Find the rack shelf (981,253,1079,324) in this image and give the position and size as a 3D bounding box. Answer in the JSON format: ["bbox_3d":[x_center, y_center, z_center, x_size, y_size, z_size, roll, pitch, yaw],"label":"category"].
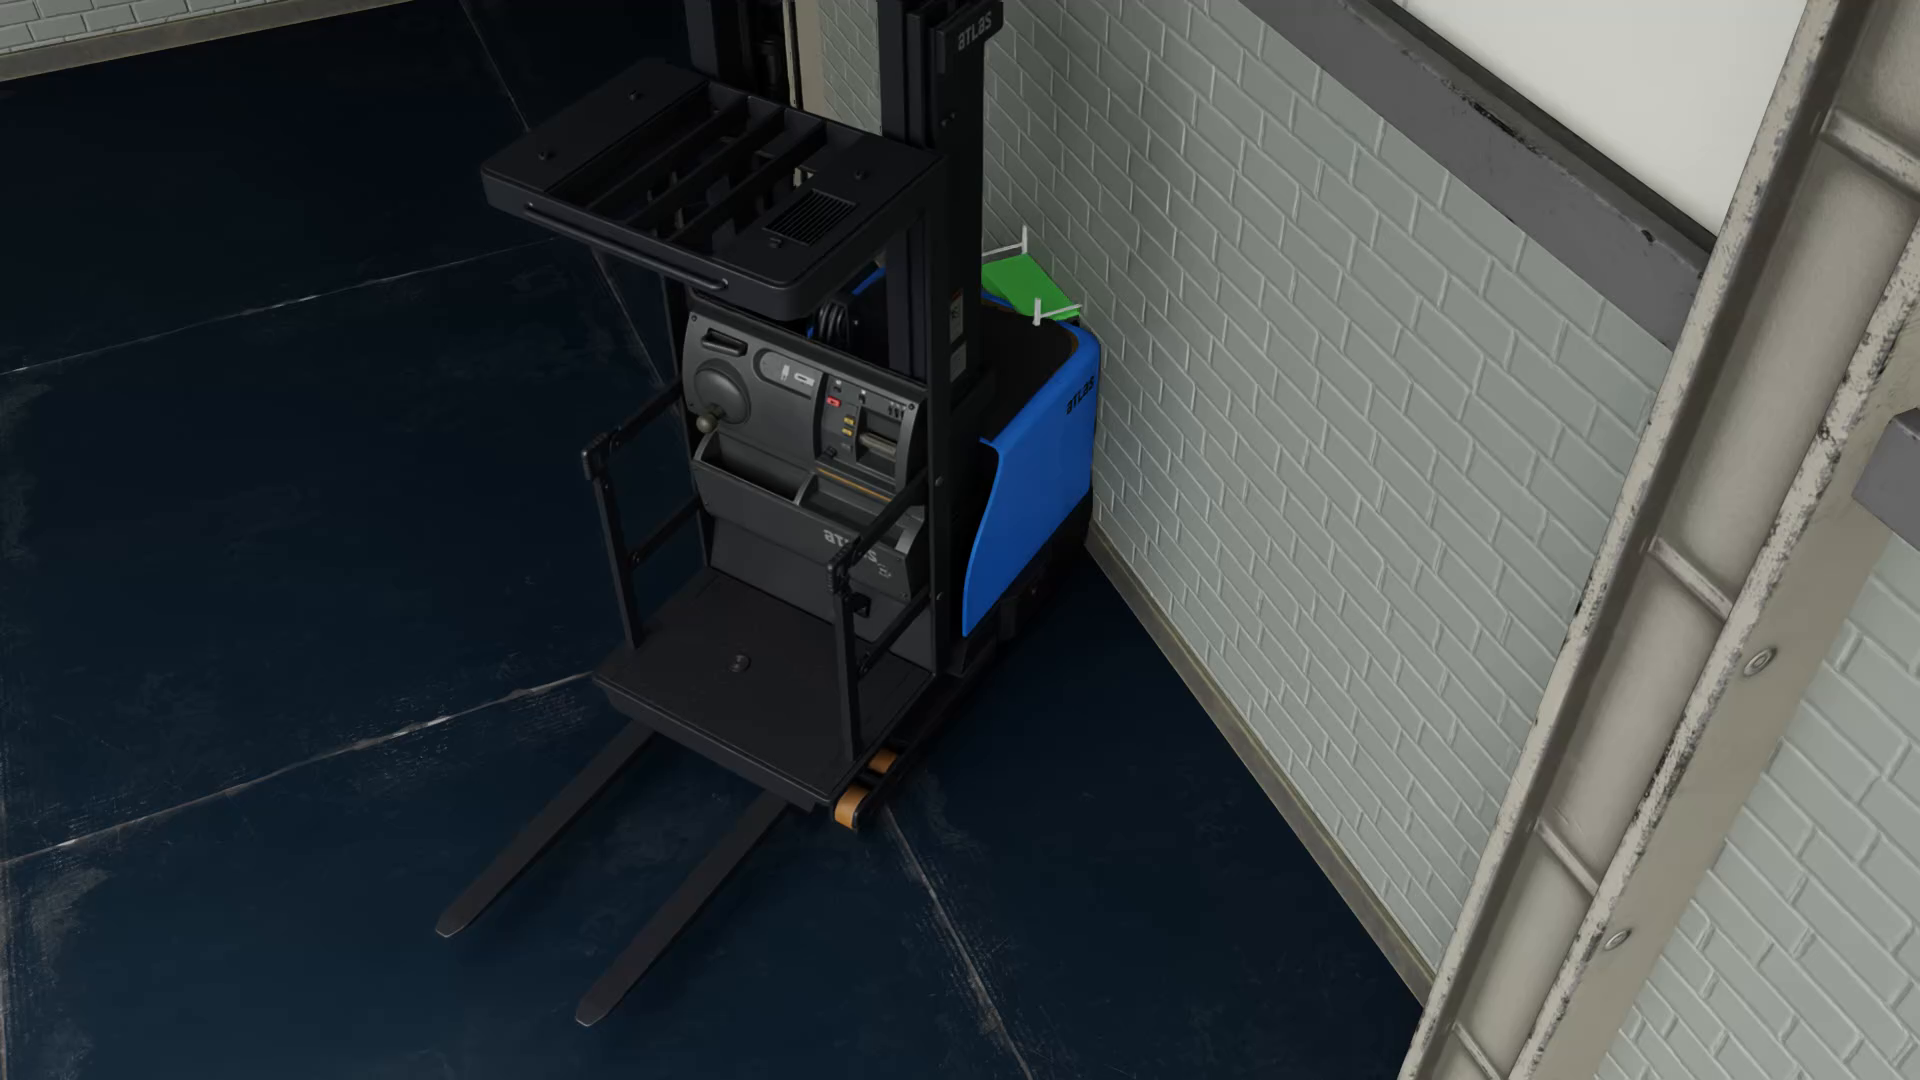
[{"bbox_3d":[0.279,-0.956,6.644,0.258,0.148,0.480,-18,45,-21],"label":"rack shelf"}]

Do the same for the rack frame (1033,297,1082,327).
[{"bbox_3d":[0.383,-0.500,6.759,0.240,1.200,0.015,-18,45,-21],"label":"rack frame"}]

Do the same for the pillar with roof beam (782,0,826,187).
[{"bbox_3d":[-4.825,-3.910,4.674,9.100,9.000,0.400,-18,47,-17],"label":"pillar with roof beam"}]

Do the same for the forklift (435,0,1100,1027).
[{"bbox_3d":[-0.652,-0.373,5.410,1.130,2.935,3.031,24,49,22],"label":"forklift"}]

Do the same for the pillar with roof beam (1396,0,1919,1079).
[{"bbox_3d":[-2.302,-0.086,0.799,9.100,9.000,0.400,-18,47,-17],"label":"pillar with roof beam"}]

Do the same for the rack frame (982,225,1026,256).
[{"bbox_3d":[0.159,-0.790,7.081,0.240,1.200,0.015,-18,45,-21],"label":"rack frame"}]

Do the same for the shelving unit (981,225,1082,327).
[{"bbox_3d":[0.271,-0.645,6.920,0.258,1.200,0.503,-18,45,-21],"label":"shelving unit"}]
